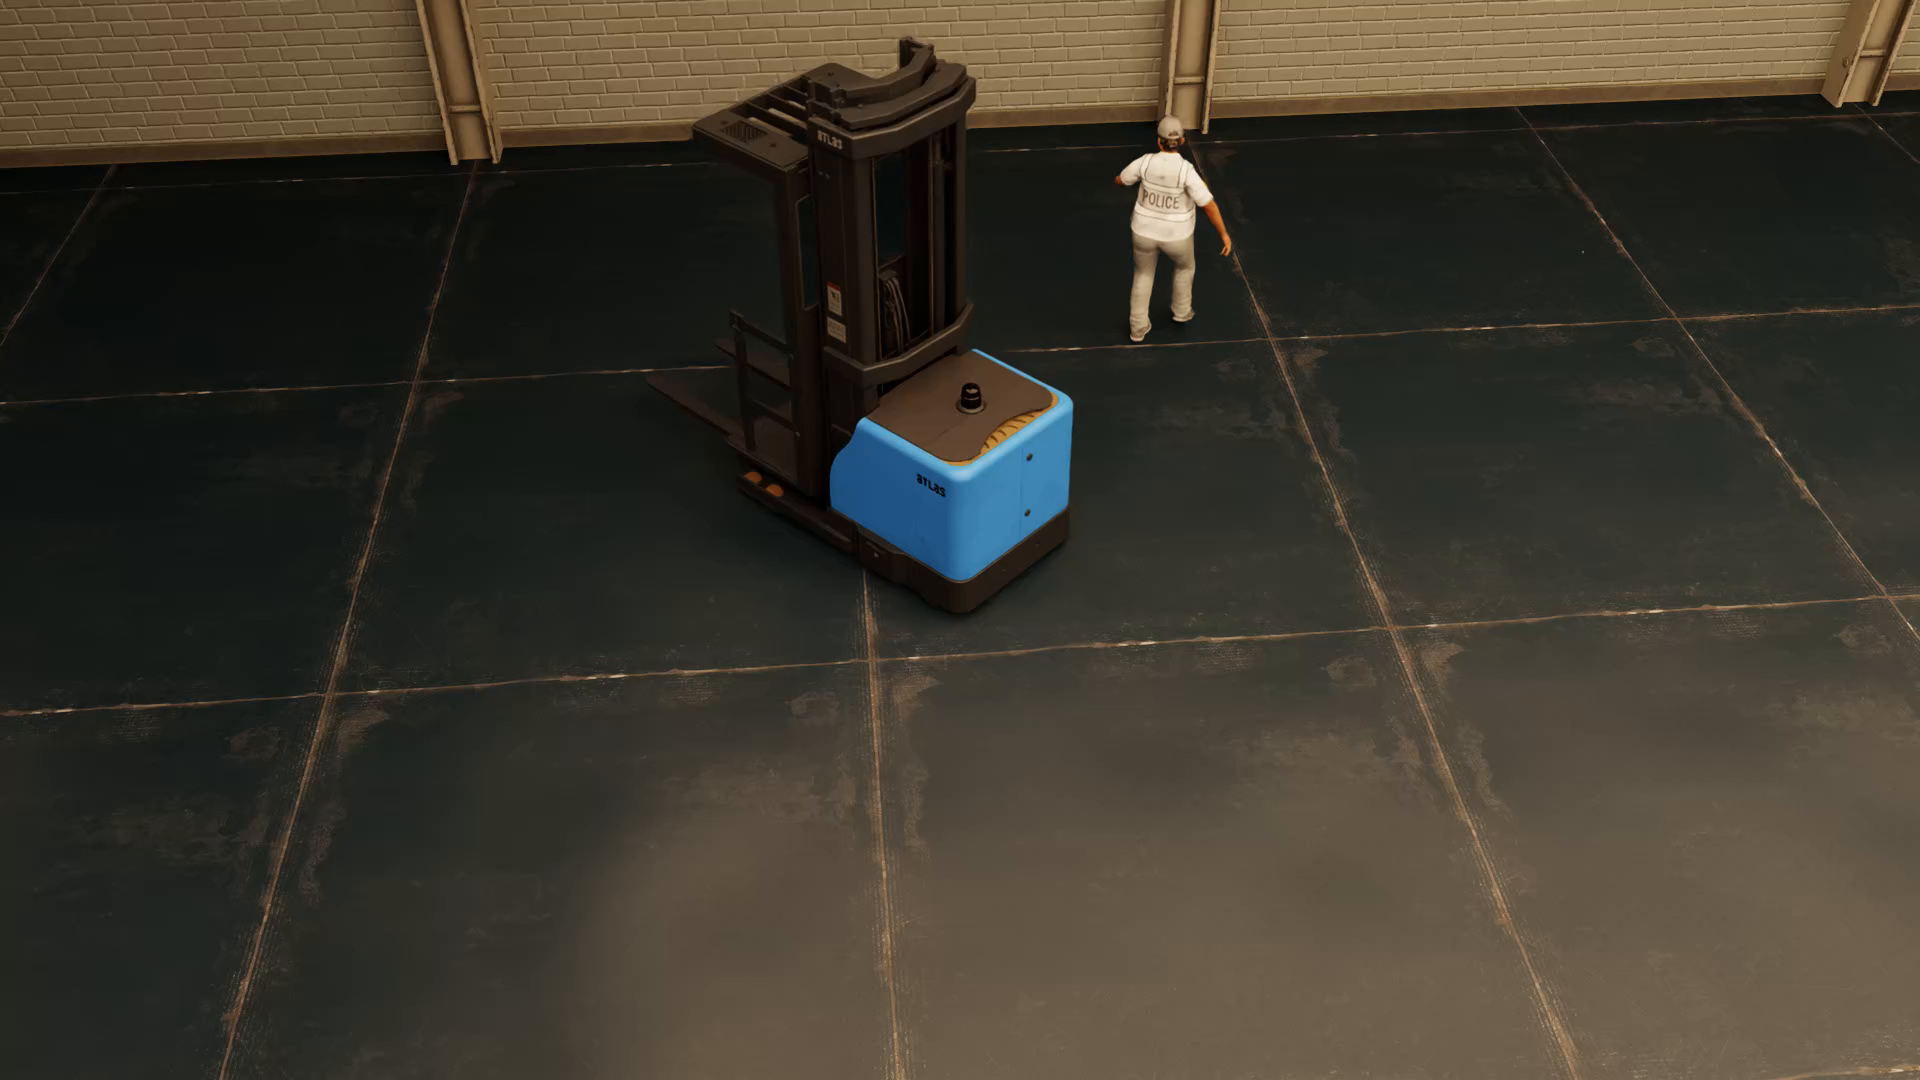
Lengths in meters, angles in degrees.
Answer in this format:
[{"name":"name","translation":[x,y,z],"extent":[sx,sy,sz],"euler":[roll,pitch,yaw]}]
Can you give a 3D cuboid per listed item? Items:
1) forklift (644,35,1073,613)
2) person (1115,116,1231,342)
[{"name":"forklift","translation":[-0.765,-1.521,9.716],"extent":[3.031,2.935,1.130],"euler":[30,49,31]},{"name":"person","translation":[1.453,-2.157,11.500],"extent":[0.922,1.683,0.618],"euler":[15,43,17]}]
